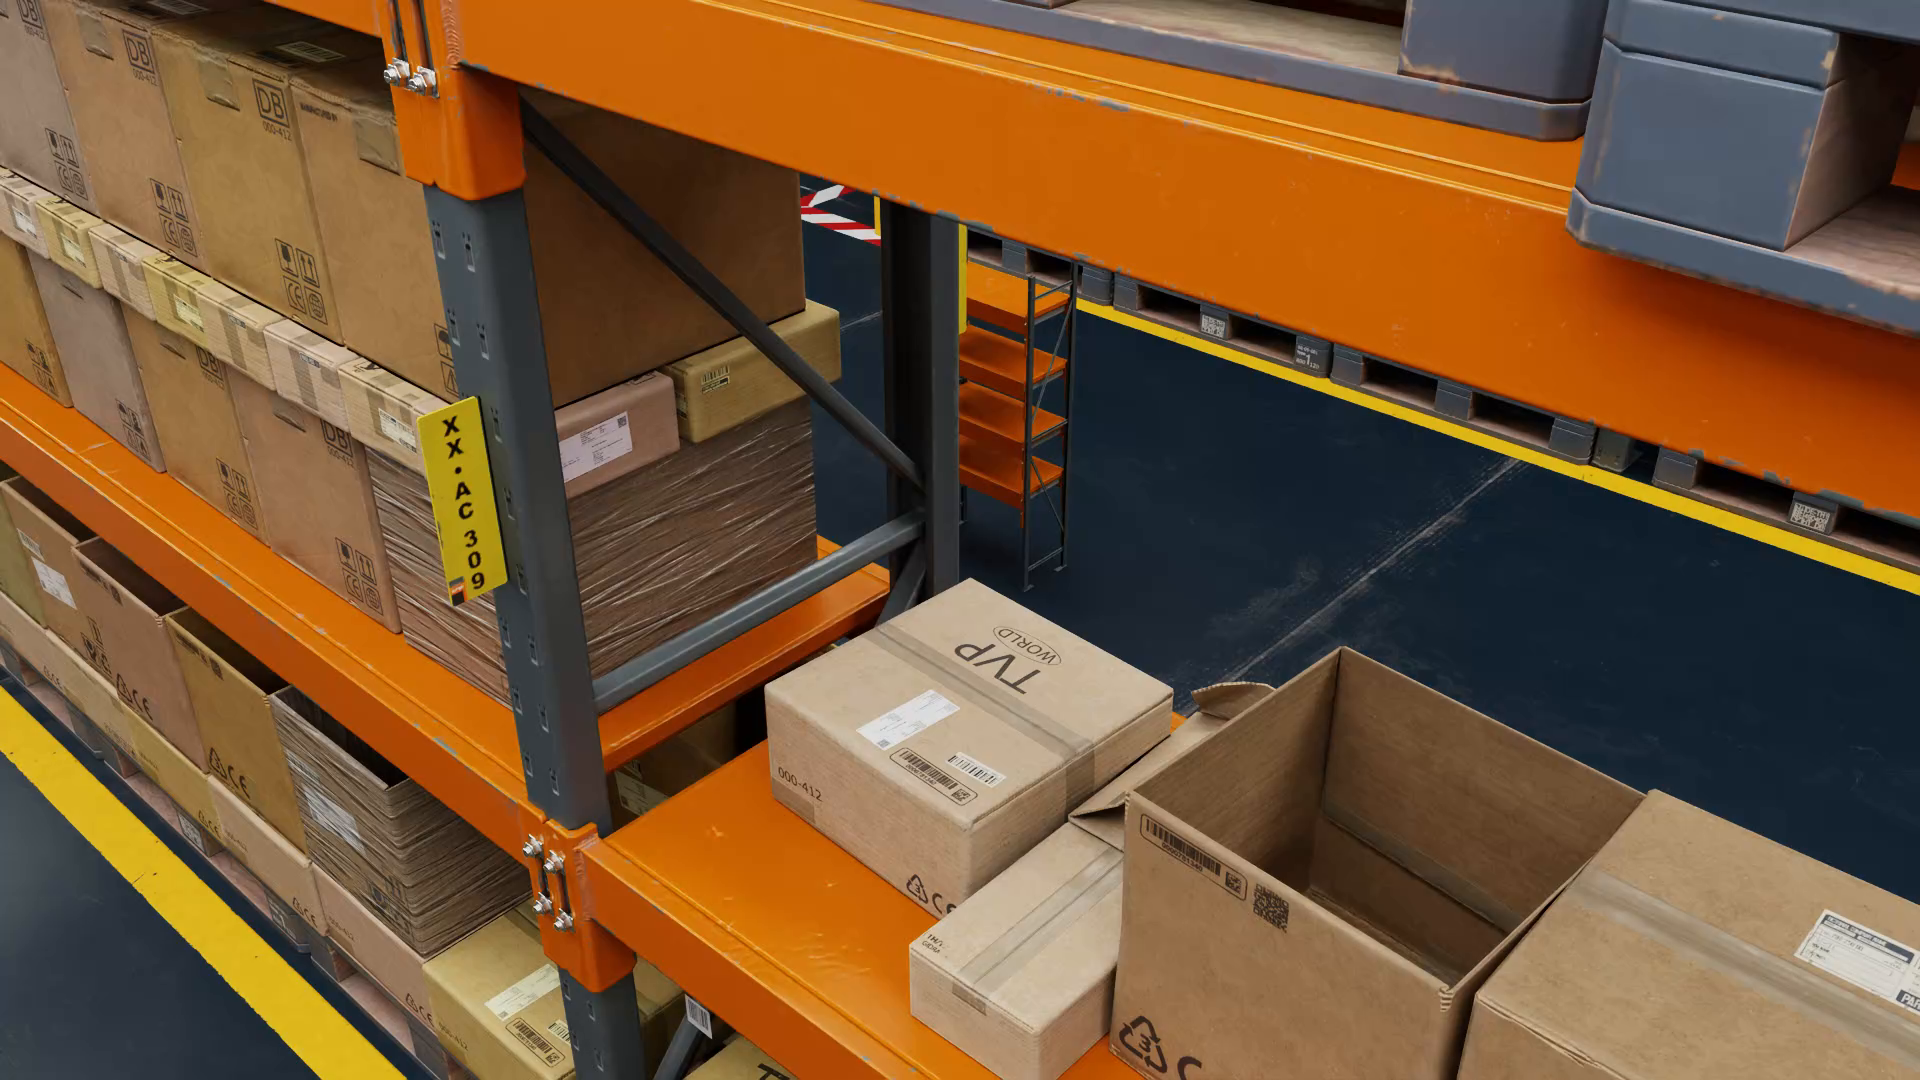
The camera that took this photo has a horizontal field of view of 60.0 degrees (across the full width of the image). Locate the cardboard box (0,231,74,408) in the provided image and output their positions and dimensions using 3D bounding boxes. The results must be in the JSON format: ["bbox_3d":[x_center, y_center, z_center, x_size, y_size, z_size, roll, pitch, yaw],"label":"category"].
[{"bbox_3d":[-2.251,-0.770,4.523,0.500,0.500,0.700,25,39,35],"label":"cardboard box"}]

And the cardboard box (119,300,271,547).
[{"bbox_3d":[-1.478,-0.412,3.929,0.500,0.500,0.700,26,39,36],"label":"cardboard box"}]

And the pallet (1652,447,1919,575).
[{"bbox_3d":[3.520,-0.295,6.535,1.213,0.211,1.003,25,39,35],"label":"pallet"}]

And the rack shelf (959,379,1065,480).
[{"bbox_3d":[0.123,-0.399,5.880,0.480,0.148,0.258,25,39,35],"label":"rack shelf"}]

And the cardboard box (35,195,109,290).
[{"bbox_3d":[-1.864,-0.727,3.823,0.250,0.149,0.380,27,40,37],"label":"cardboard box"}]

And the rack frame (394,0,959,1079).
[{"bbox_3d":[-0.380,0.137,3.114,0.127,3.000,1.000,25,39,35],"label":"rack frame"}]

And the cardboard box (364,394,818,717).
[{"bbox_3d":[-0.713,-0.057,3.339,0.500,0.500,0.700,24,38,34],"label":"cardboard box"}]

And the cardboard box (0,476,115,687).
[{"bbox_3d":[-2.346,0.041,4.806,0.500,0.500,0.500,25,39,35],"label":"cardboard box"}]

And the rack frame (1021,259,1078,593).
[{"bbox_3d":[0.304,-0.372,5.705,0.015,1.200,0.240,25,39,35],"label":"rack frame"}]

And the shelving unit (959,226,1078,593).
[{"bbox_3d":[0.123,-0.457,5.845,0.503,1.200,0.258,25,39,35],"label":"shelving unit"}]

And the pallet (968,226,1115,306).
[{"bbox_3d":[0.611,-1.627,8.748,1.213,0.211,1.003,25,39,35],"label":"pallet"}]

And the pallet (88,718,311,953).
[{"bbox_3d":[-1.850,0.618,5.018,1.213,0.211,1.003,25,39,35],"label":"pallet"}]

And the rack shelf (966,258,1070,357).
[{"bbox_3d":[0.123,-0.793,5.643,0.480,0.148,0.258,25,39,35],"label":"rack shelf"}]

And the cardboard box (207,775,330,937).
[{"bbox_3d":[-1.615,0.714,4.414,0.500,0.250,0.500,25,39,35],"label":"cardboard box"}]

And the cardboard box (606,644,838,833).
[{"bbox_3d":[-0.513,0.534,3.987,0.500,0.500,0.500,25,39,35],"label":"cardboard box"}]

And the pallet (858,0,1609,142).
[{"bbox_3d":[0.283,-0.766,1.891,1.217,0.209,0.805,23,38,33],"label":"pallet"}]

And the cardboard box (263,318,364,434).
[{"bbox_3d":[-1.103,-0.372,3.233,0.250,0.149,0.380,24,38,34],"label":"cardboard box"}]

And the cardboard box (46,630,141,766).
[{"bbox_3d":[-2.353,0.366,4.992,0.500,0.250,0.500,25,39,35],"label":"cardboard box"}]

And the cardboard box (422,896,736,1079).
[{"bbox_3d":[-0.870,1.058,3.842,0.500,0.250,0.500,25,39,35],"label":"cardboard box"}]

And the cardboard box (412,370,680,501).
[{"bbox_3d":[-0.725,-0.196,2.941,0.250,0.149,0.380,25,39,35],"label":"cardboard box"}]

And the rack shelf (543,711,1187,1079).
[{"bbox_3d":[1.103,1.138,2.150,4.000,0.370,1.077,25,39,35],"label":"rack shelf"}]

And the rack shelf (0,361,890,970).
[{"bbox_3d":[-1.863,-0.247,4.449,4.000,0.370,1.077,25,39,35],"label":"rack shelf"}]

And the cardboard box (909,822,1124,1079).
[{"bbox_3d":[0.140,0.630,2.539,0.250,0.149,0.380,25,39,35],"label":"cardboard box"}]

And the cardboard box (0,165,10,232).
[{"bbox_3d":[-2.243,-0.905,4.119,0.250,0.149,0.380,24,39,35],"label":"cardboard box"}]

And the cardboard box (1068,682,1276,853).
[{"bbox_3d":[0.395,0.429,2.760,0.258,0.266,0.396,24,38,34],"label":"cardboard box"}]

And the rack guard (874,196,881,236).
[{"bbox_3d":[0.032,-2.046,9.163,0.348,0.500,1.175,25,39,35],"label":"rack guard"}]

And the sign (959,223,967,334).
[{"bbox_3d":[-0.023,-0.536,3.186,0.005,0.325,0.100,25,39,35],"label":"sign"}]

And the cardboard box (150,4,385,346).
[{"bbox_3d":[-1.088,-0.787,3.294,0.500,0.500,0.700,25,39,35],"label":"cardboard box"}]

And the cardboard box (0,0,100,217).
[{"bbox_3d":[-1.829,-1.134,3.870,0.500,0.500,0.700,25,39,35],"label":"cardboard box"}]

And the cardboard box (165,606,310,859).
[{"bbox_3d":[-1.606,0.388,4.229,0.500,0.500,0.500,25,39,35],"label":"cardboard box"}]

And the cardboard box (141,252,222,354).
[{"bbox_3d":[-1.478,-0.549,3.527,0.250,0.149,0.380,25,39,35],"label":"cardboard box"}]

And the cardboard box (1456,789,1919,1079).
[{"bbox_3d":[0.941,0.722,2.045,0.500,0.500,0.500,25,39,35],"label":"cardboard box"}]
